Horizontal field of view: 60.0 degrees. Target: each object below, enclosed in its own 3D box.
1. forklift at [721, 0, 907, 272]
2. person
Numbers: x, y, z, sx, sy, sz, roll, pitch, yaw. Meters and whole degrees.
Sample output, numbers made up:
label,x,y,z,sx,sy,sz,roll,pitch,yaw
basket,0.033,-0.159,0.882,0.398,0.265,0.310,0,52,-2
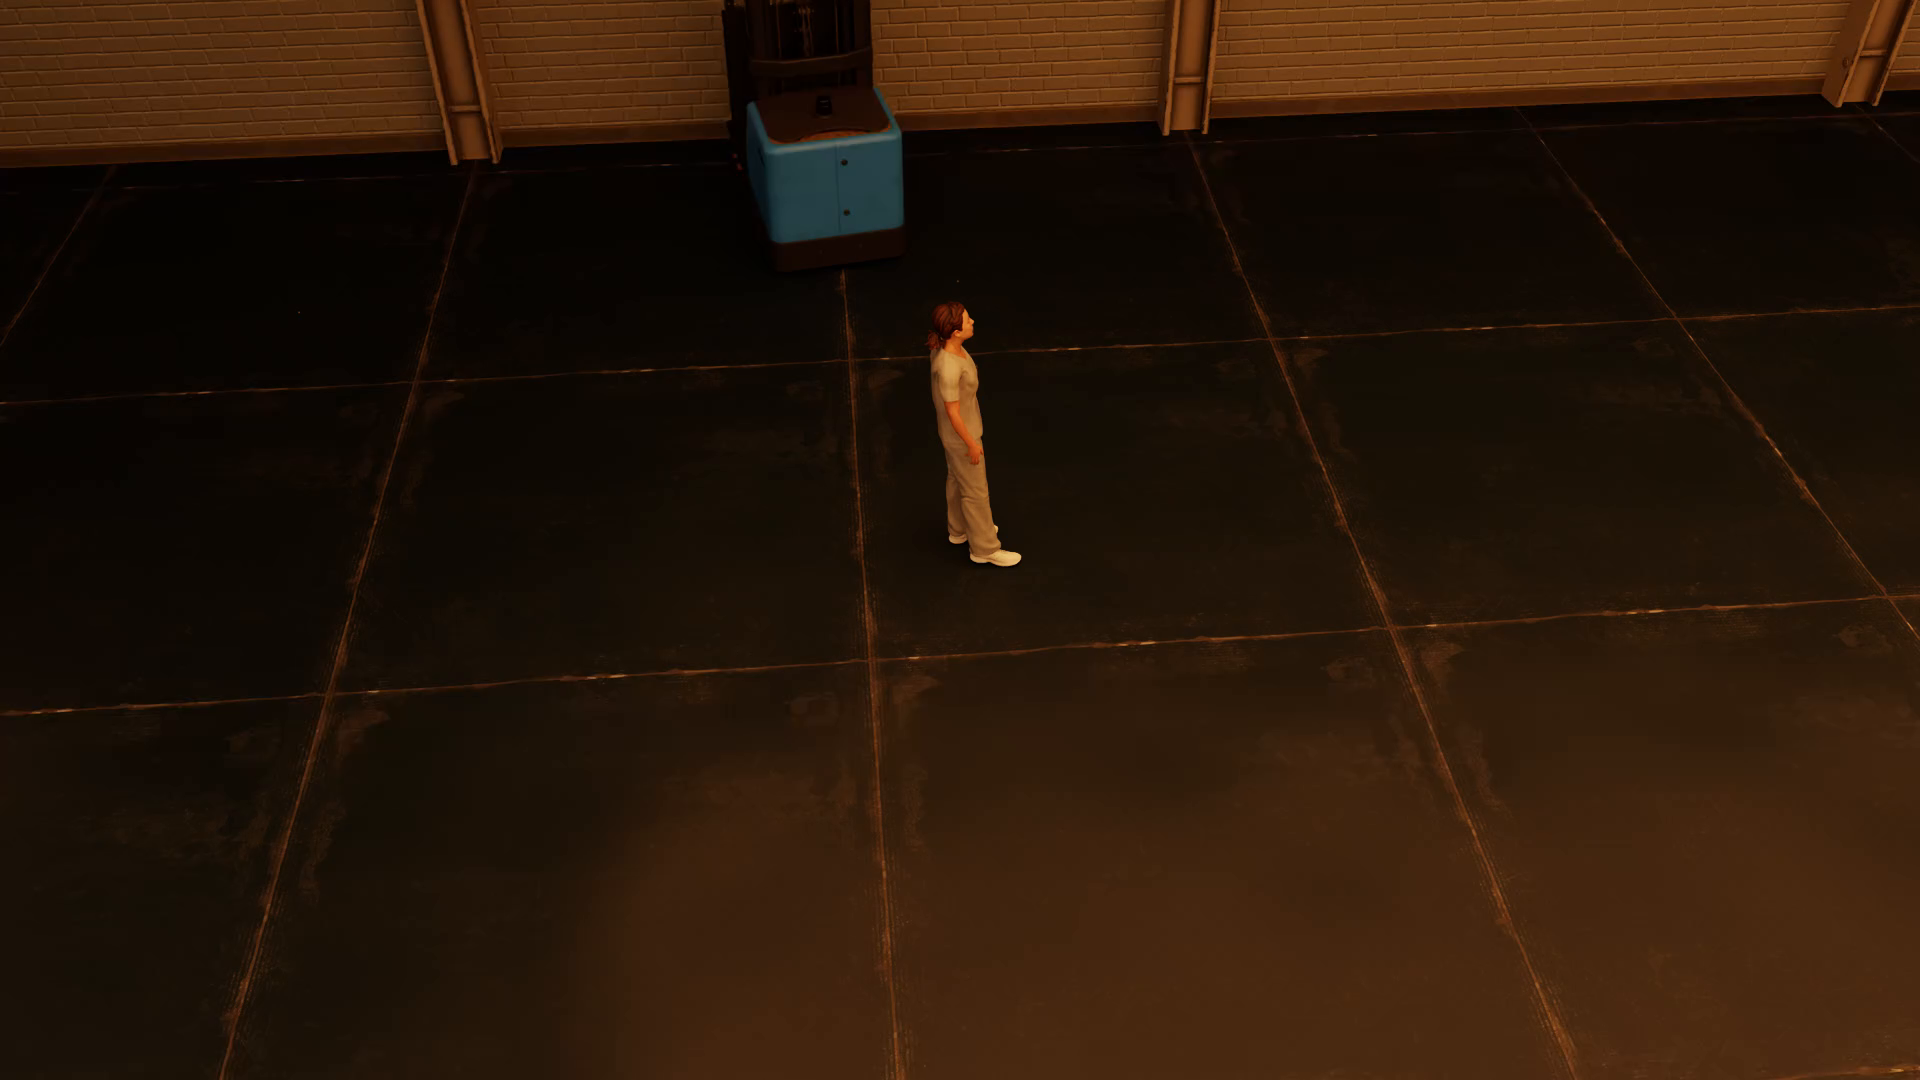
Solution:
label,x,y,z,sx,sy,sz,roll,pitch,yaw
forklift,-1.280,-4.083,12.711,1.130,2.935,3.031,-10,42,-11
person,0.074,-0.638,9.638,0.549,1.675,0.549,-3,41,-4
